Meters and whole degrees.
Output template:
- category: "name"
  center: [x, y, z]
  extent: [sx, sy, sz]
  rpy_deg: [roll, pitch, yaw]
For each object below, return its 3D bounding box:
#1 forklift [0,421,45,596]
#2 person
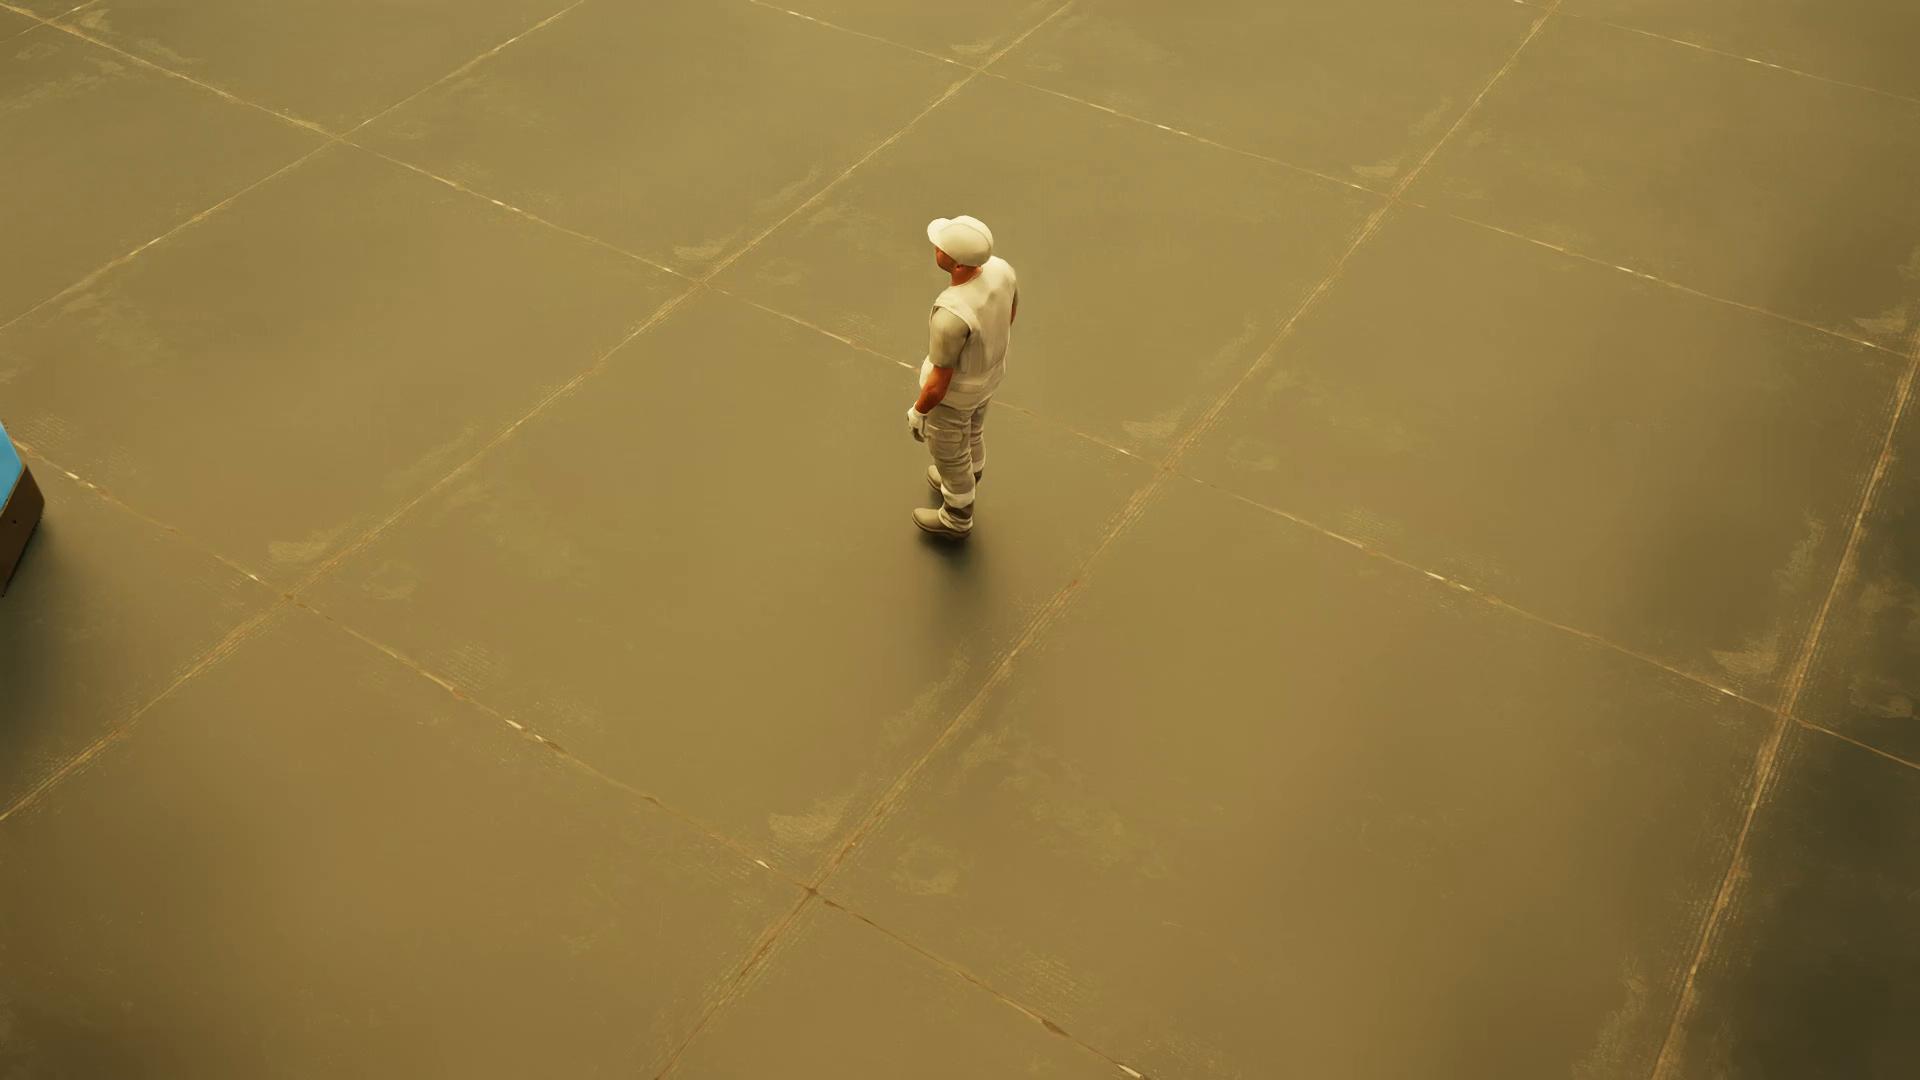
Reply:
- category: "forklift"
  center: [-5.912, -0.810, 6.703]
  extent: [3.031, 2.935, 1.130]
  rpy_deg: [-3, 44, -3]
- category: "person"
  center: [-0.060, -0.721, 7.369]
  extent: [0.564, 1.787, 0.637]
  rpy_deg: [24, 48, 23]
